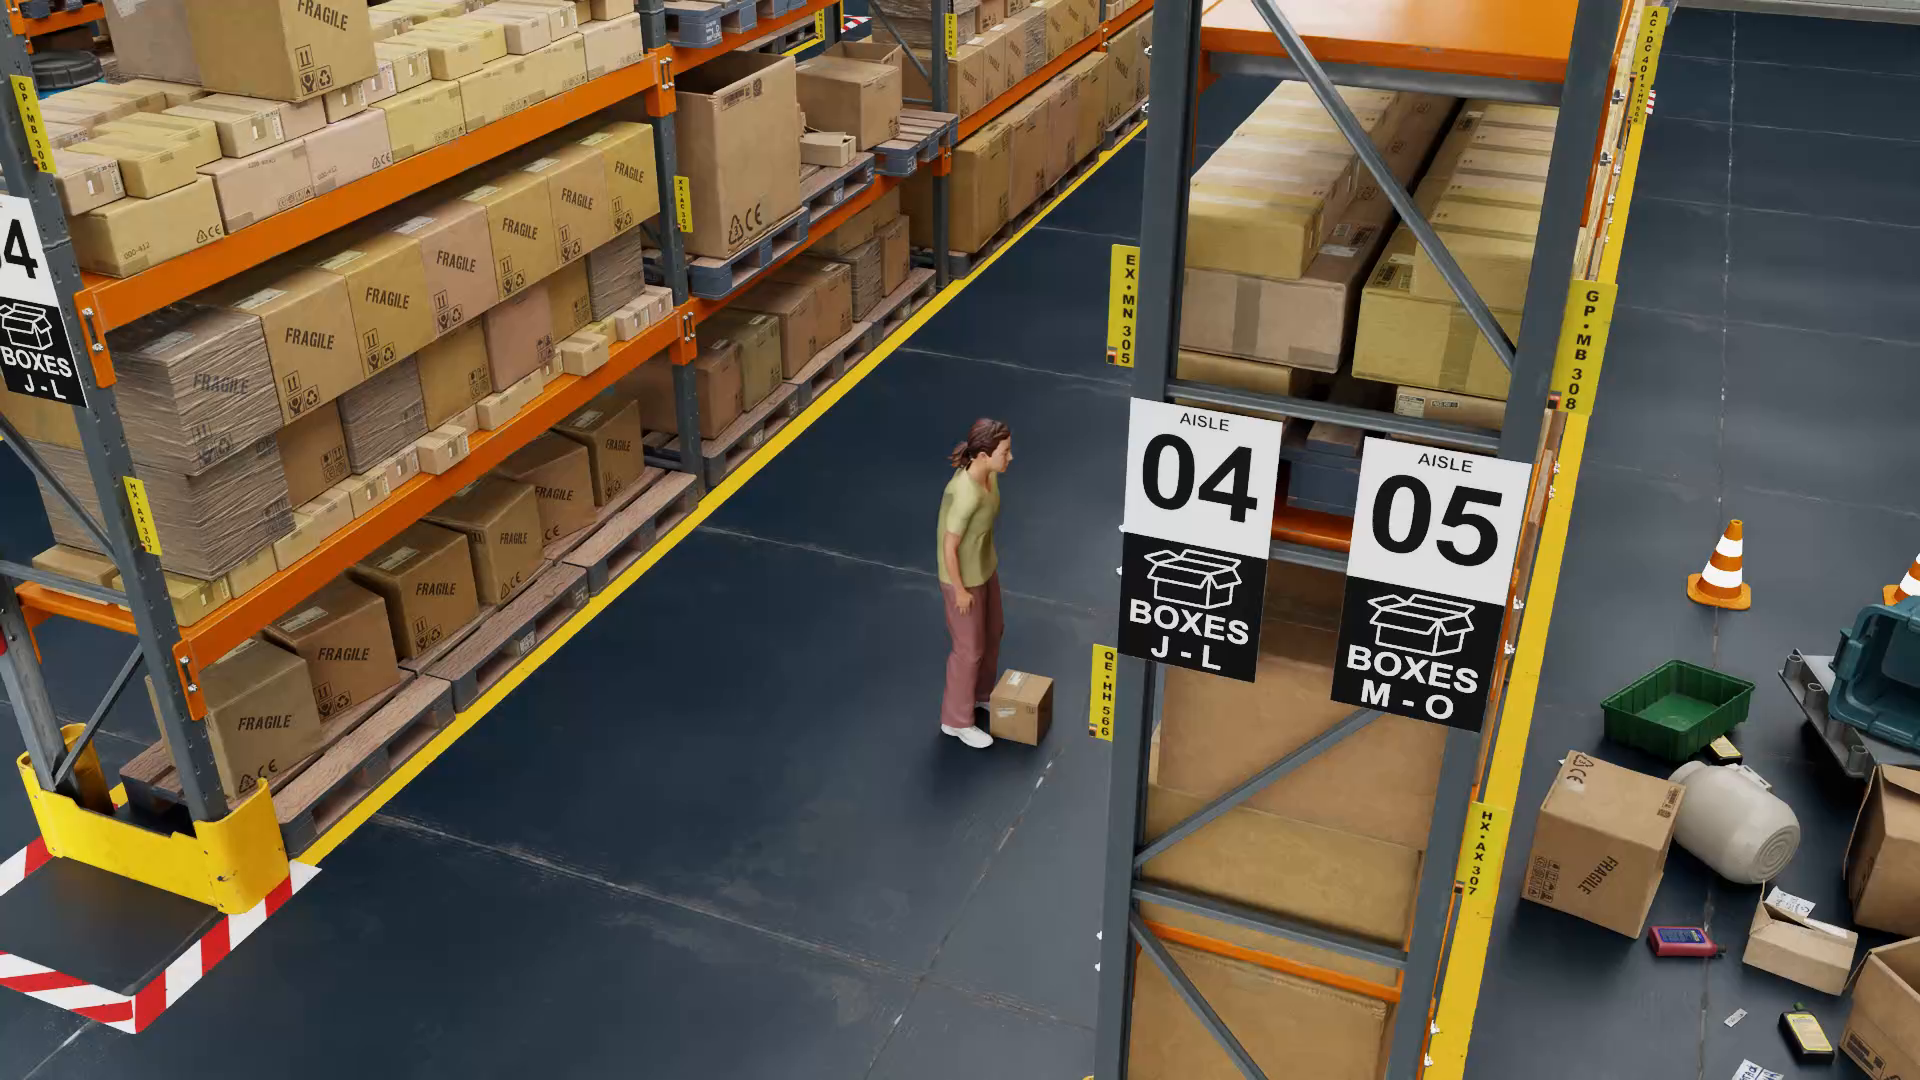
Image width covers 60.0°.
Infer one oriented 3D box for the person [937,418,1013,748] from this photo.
[{"bbox_3d":[0.080,0.178,8.084,0.367,1.671,0.519,9,31,16],"label":"person"}]
